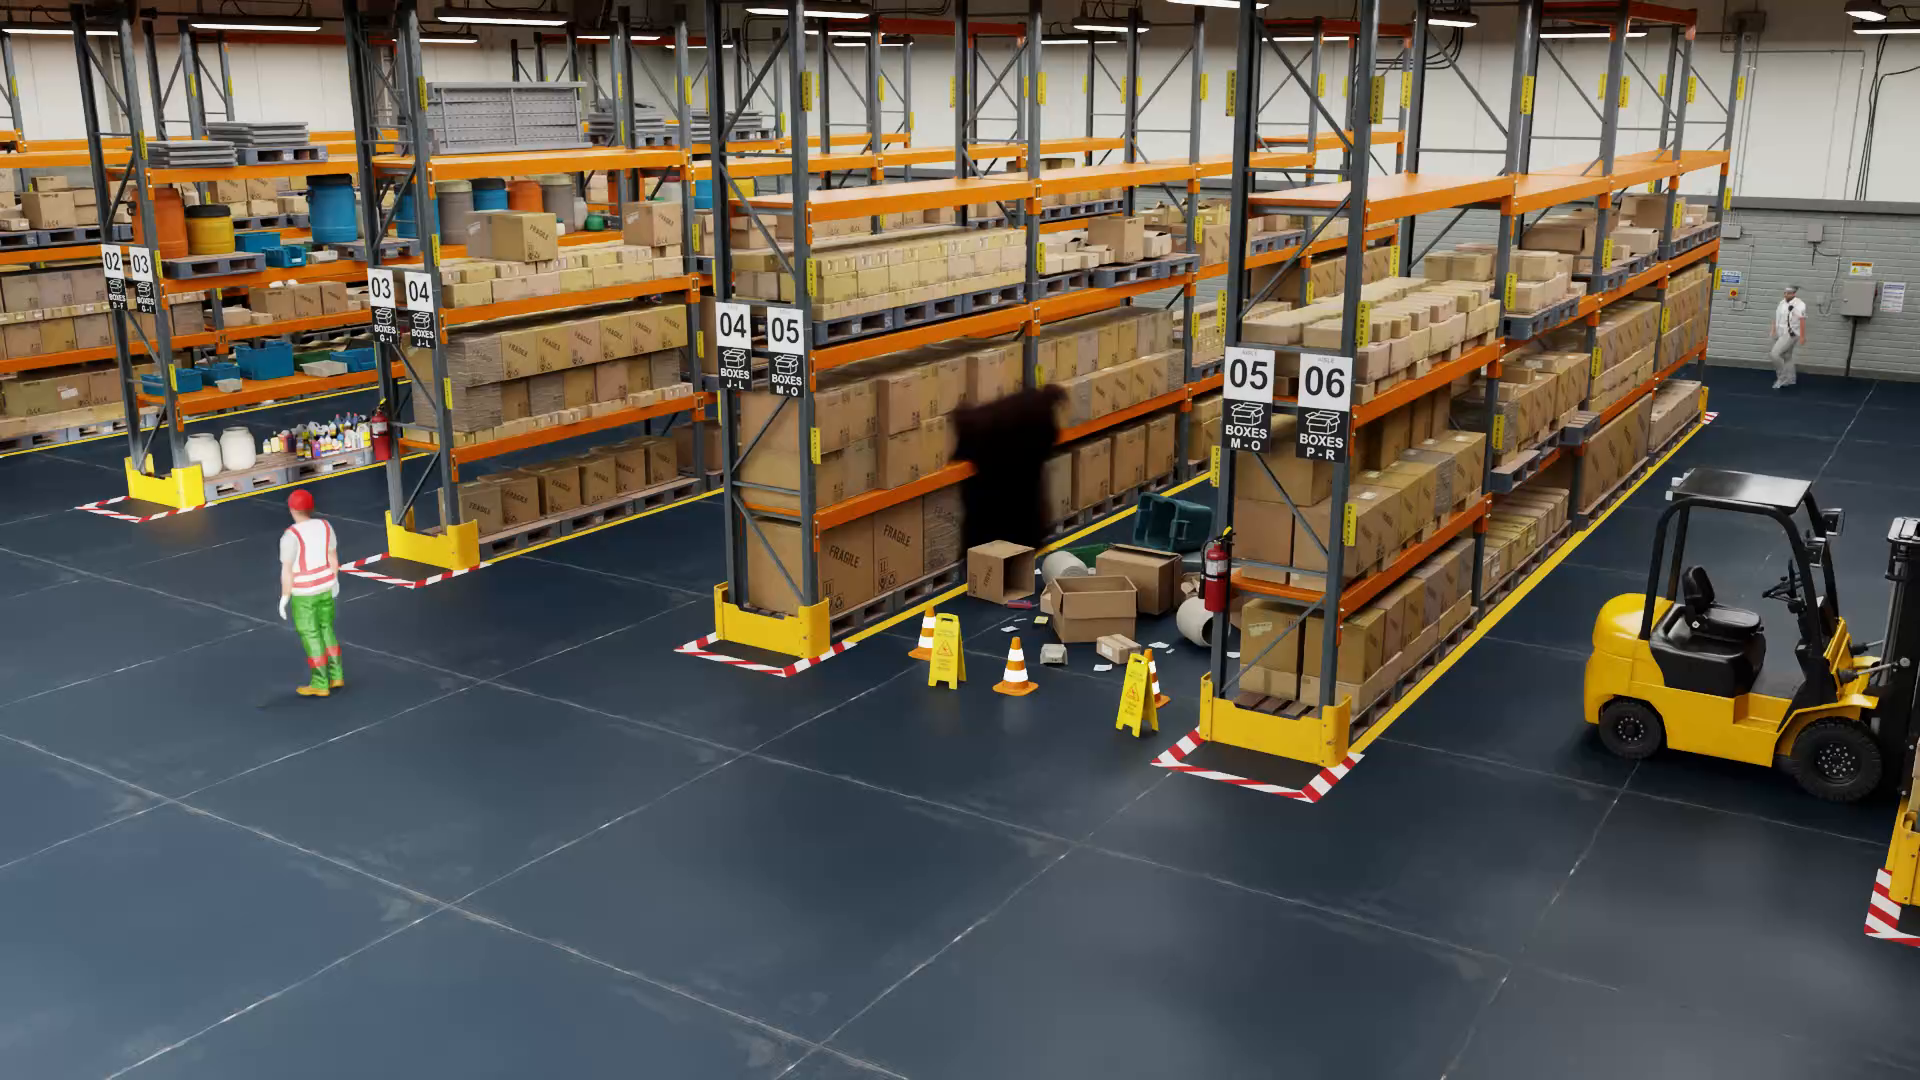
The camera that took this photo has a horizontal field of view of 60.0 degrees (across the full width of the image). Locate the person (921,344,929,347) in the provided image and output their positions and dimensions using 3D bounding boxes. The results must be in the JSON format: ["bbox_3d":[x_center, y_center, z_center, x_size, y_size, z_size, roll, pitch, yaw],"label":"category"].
[{"bbox_3d":[-0.419,-2.025,23.549,0.530,1.597,0.465,15,21,42],"label":"person"}]

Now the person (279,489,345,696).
[{"bbox_3d":[-5.565,0.454,14.274,0.357,1.825,0.667,7,17,23],"label":"person"}]

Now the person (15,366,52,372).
[{"bbox_3d":[-14.424,-2.761,25.857,0.594,1.778,0.675,-6,16,-19],"label":"person"}]

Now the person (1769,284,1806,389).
[{"bbox_3d":[14.180,-3.495,28.540,0.542,1.803,0.531,2,16,8],"label":"person"}]

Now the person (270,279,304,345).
[{"bbox_3d":[-12.520,-4.201,30.967,0.505,1.783,0.591,8,17,26],"label":"person"}]
